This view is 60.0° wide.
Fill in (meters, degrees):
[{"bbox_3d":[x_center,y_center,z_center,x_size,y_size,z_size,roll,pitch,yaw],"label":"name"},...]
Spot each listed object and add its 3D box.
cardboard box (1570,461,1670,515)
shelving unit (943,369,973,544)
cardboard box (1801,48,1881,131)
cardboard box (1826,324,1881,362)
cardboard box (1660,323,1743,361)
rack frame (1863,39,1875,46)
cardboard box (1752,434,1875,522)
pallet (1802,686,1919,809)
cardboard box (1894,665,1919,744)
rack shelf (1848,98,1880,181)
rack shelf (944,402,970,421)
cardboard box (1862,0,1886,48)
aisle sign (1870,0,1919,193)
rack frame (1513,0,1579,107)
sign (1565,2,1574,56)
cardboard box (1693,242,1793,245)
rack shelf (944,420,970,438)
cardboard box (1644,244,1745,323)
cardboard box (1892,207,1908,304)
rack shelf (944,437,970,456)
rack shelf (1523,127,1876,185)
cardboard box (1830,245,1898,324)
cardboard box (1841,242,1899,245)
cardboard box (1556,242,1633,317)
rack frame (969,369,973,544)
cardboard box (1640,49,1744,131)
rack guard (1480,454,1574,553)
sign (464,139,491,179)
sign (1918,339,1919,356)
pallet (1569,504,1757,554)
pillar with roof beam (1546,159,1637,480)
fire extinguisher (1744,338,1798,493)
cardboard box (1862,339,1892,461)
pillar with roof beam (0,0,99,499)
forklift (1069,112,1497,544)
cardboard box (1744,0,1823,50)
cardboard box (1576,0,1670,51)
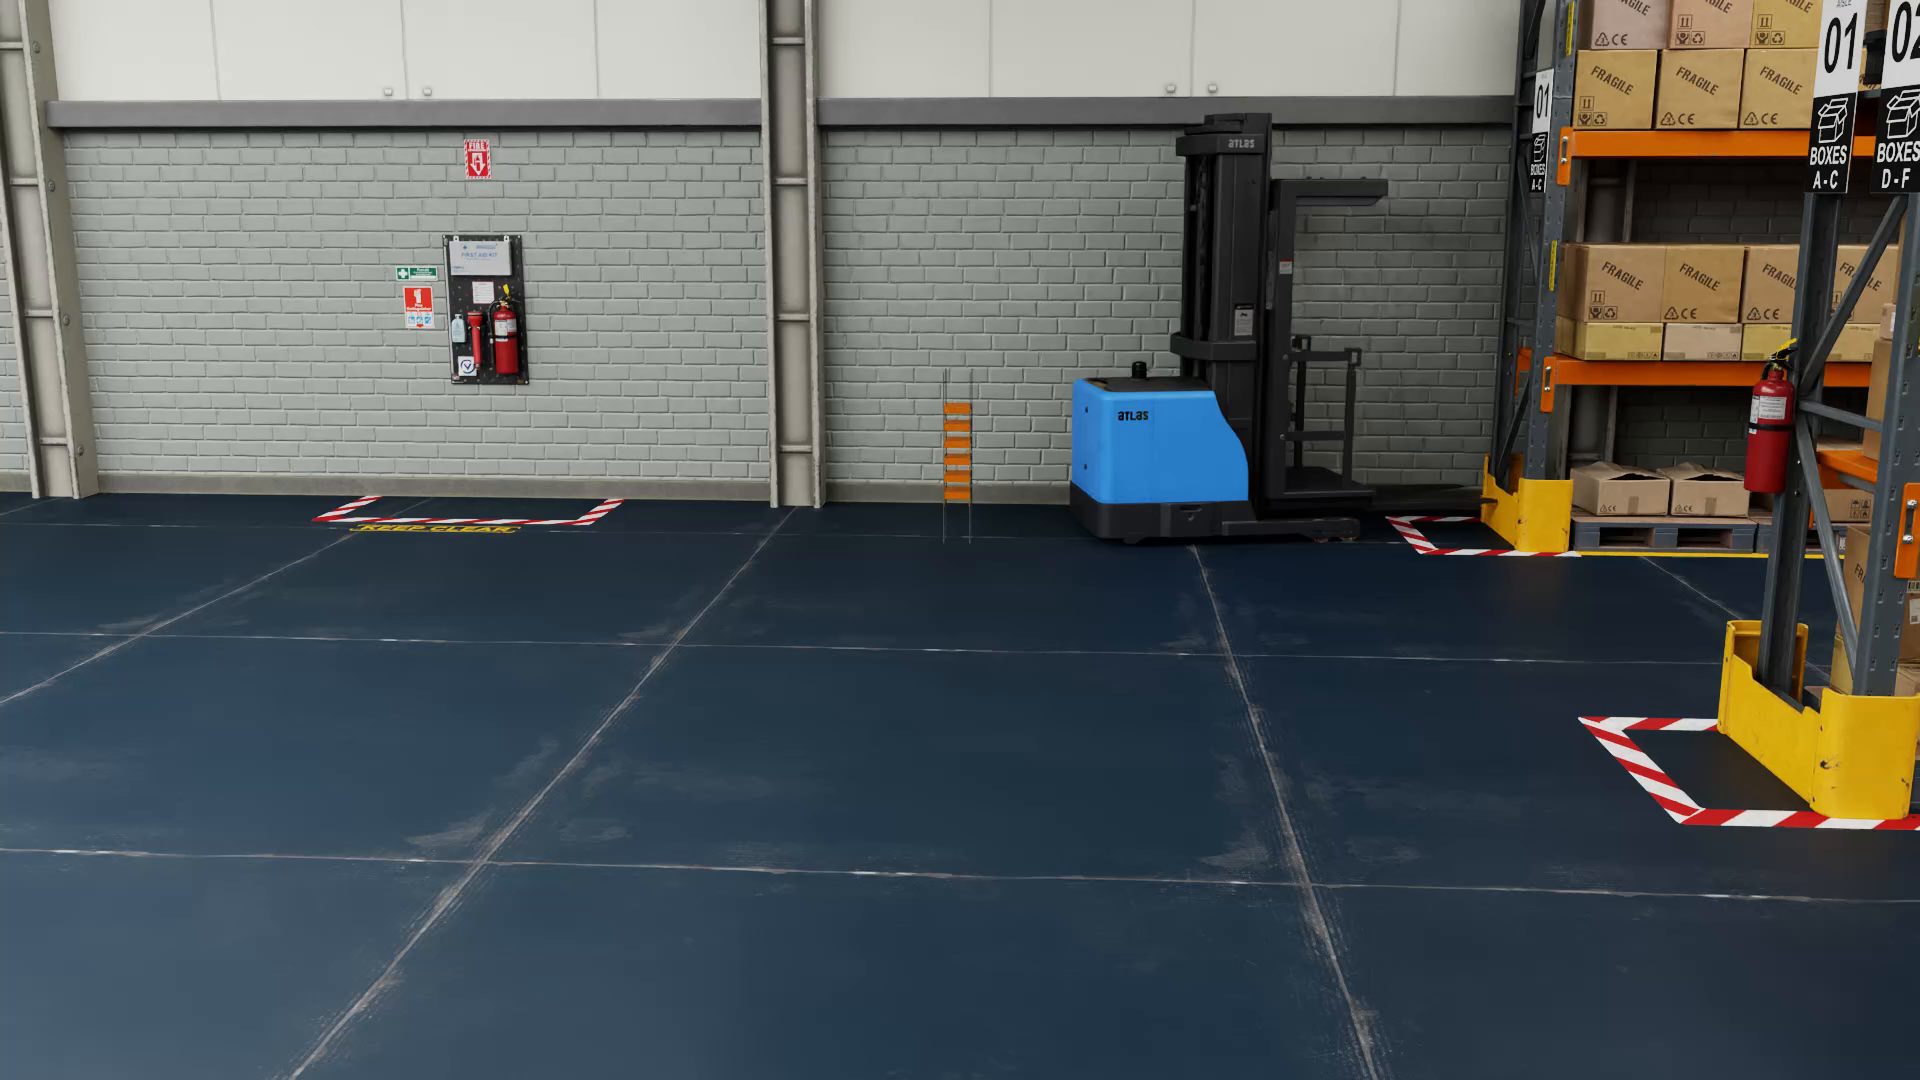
[{"bbox_3d":[4.643,-0.374,11.723,0.500,0.311,0.500,-1,12,-3],"label":"cardboard box"},{"bbox_3d":[-0.014,-0.587,11.646,0.189,1.200,0.258,1,12,4],"label":"shelving unit"},{"bbox_3d":[5.863,-2.950,10.927,0.500,0.500,0.500,2,12,7],"label":"cardboard box"},{"bbox_3d":[5.955,-1.348,11.203,0.500,0.250,0.500,1,12,4],"label":"cardboard box"},{"bbox_3d":[4.943,-1.363,11.278,0.500,0.250,0.500,0,12,2],"label":"cardboard box"},{"bbox_3d":[3.631,-3.427,6.174,0.127,3.000,1.000,1,12,4],"label":"rack frame"},{"bbox_3d":[5.940,-0.439,11.570,0.500,0.500,0.700,0,12,0],"label":"cardboard box"},{"bbox_3d":[4.397,0.876,7.065,1.213,0.211,1.003,1,12,4],"label":"pallet"},{"bbox_3d":[4.151,0.702,6.774,0.500,0.250,0.500,1,12,4],"label":"cardboard box"},{"bbox_3d":[5.627,-1.580,6.424,4.000,0.370,1.077,1,12,4],"label":"rack shelf"},{"bbox_3d":[-0.014,-0.896,11.582,0.180,0.103,0.258,1,12,4],"label":"rack shelf"},{"bbox_3d":[5.943,-3.542,11.313,0.500,0.500,0.500,1,12,4],"label":"cardboard box"},{"bbox_3d":[3.545,-1.702,6.227,0.004,0.787,0.394,1,12,4],"label":"aisle sign"},{"bbox_3d":[3.958,-4.439,11.012,0.127,3.000,1.000,1,12,4],"label":"rack frame"},{"bbox_3d":[3.922,-3.288,10.700,0.005,0.325,0.100,1,12,4],"label":"sign"},{"bbox_3d":[5.461,-1.828,11.668,0.500,0.500,0.500,0,12,2],"label":"cardboard box"},{"bbox_3d":[-0.014,-0.779,11.606,0.180,0.103,0.258,1,12,4],"label":"rack shelf"},{"bbox_3d":[4.907,-1.730,11.196,0.500,0.500,0.500,1,12,4],"label":"cardboard box"},{"bbox_3d":[4.149,-1.165,6.599,0.500,0.500,0.700,1,12,4],"label":"cardboard box"},{"bbox_3d":[-0.014,-0.661,11.631,0.180,0.103,0.258,1,12,4],"label":"rack shelf"},{"bbox_3d":[5.954,-2.592,11.262,4.000,0.370,1.077,1,12,4],"label":"rack shelf"},{"bbox_3d":[5.938,-1.717,11.134,0.500,0.500,0.500,1,12,6],"label":"cardboard box"},{"bbox_3d":[6.482,-1.816,11.611,0.500,0.500,0.500,1,12,5],"label":"cardboard box"},{"bbox_3d":[4.443,-1.843,11.740,0.500,0.500,0.500,1,12,3],"label":"cardboard box"},{"bbox_3d":[0.077,-0.586,11.640,0.006,1.200,0.240,1,12,4],"label":"rack frame"},{"bbox_3d":[4.809,-2.959,10.971,0.500,0.500,0.500,2,12,8],"label":"cardboard box"},{"bbox_3d":[4.034,-0.278,11.877,0.348,0.500,1.175,1,12,4],"label":"rack guard"},{"bbox_3d":[-3.737,-2.949,12.877,0.199,0.298,0.001,1,12,4],"label":"sign"},{"bbox_3d":[3.588,-0.840,6.150,0.005,0.325,0.100,1,12,4],"label":"sign"},{"bbox_3d":[4.842,-0.119,11.819,1.213,0.211,1.003,1,12,4],"label":"pallet"},{"bbox_3d":[4.427,-3.727,7.607,0.400,9.000,9.100,1,12,4],"label":"pillar with roof beam"},{"bbox_3d":[3.544,-0.549,7.258,0.183,0.674,0.296,1,12,4],"label":"fire extinguisher"},{"bbox_3d":[4.096,-0.531,6.735,0.500,0.500,0.700,1,12,4],"label":"cardboard box"},{"bbox_3d":[-7.546,-3.891,8.392,0.400,9.000,9.100,1,12,4],"label":"pillar with roof beam"},{"bbox_3d":[2.375,-1.523,11.890,3.031,2.935,1.130,-2,12,-8],"label":"forklift"},{"bbox_3d":[5.336,-3.442,10.837,0.500,0.500,0.500,1,12,5],"label":"cardboard box"},{"bbox_3d":[4.326,-3.464,10.942,0.500,0.500,0.500,0,12,0],"label":"cardboard box"}]
